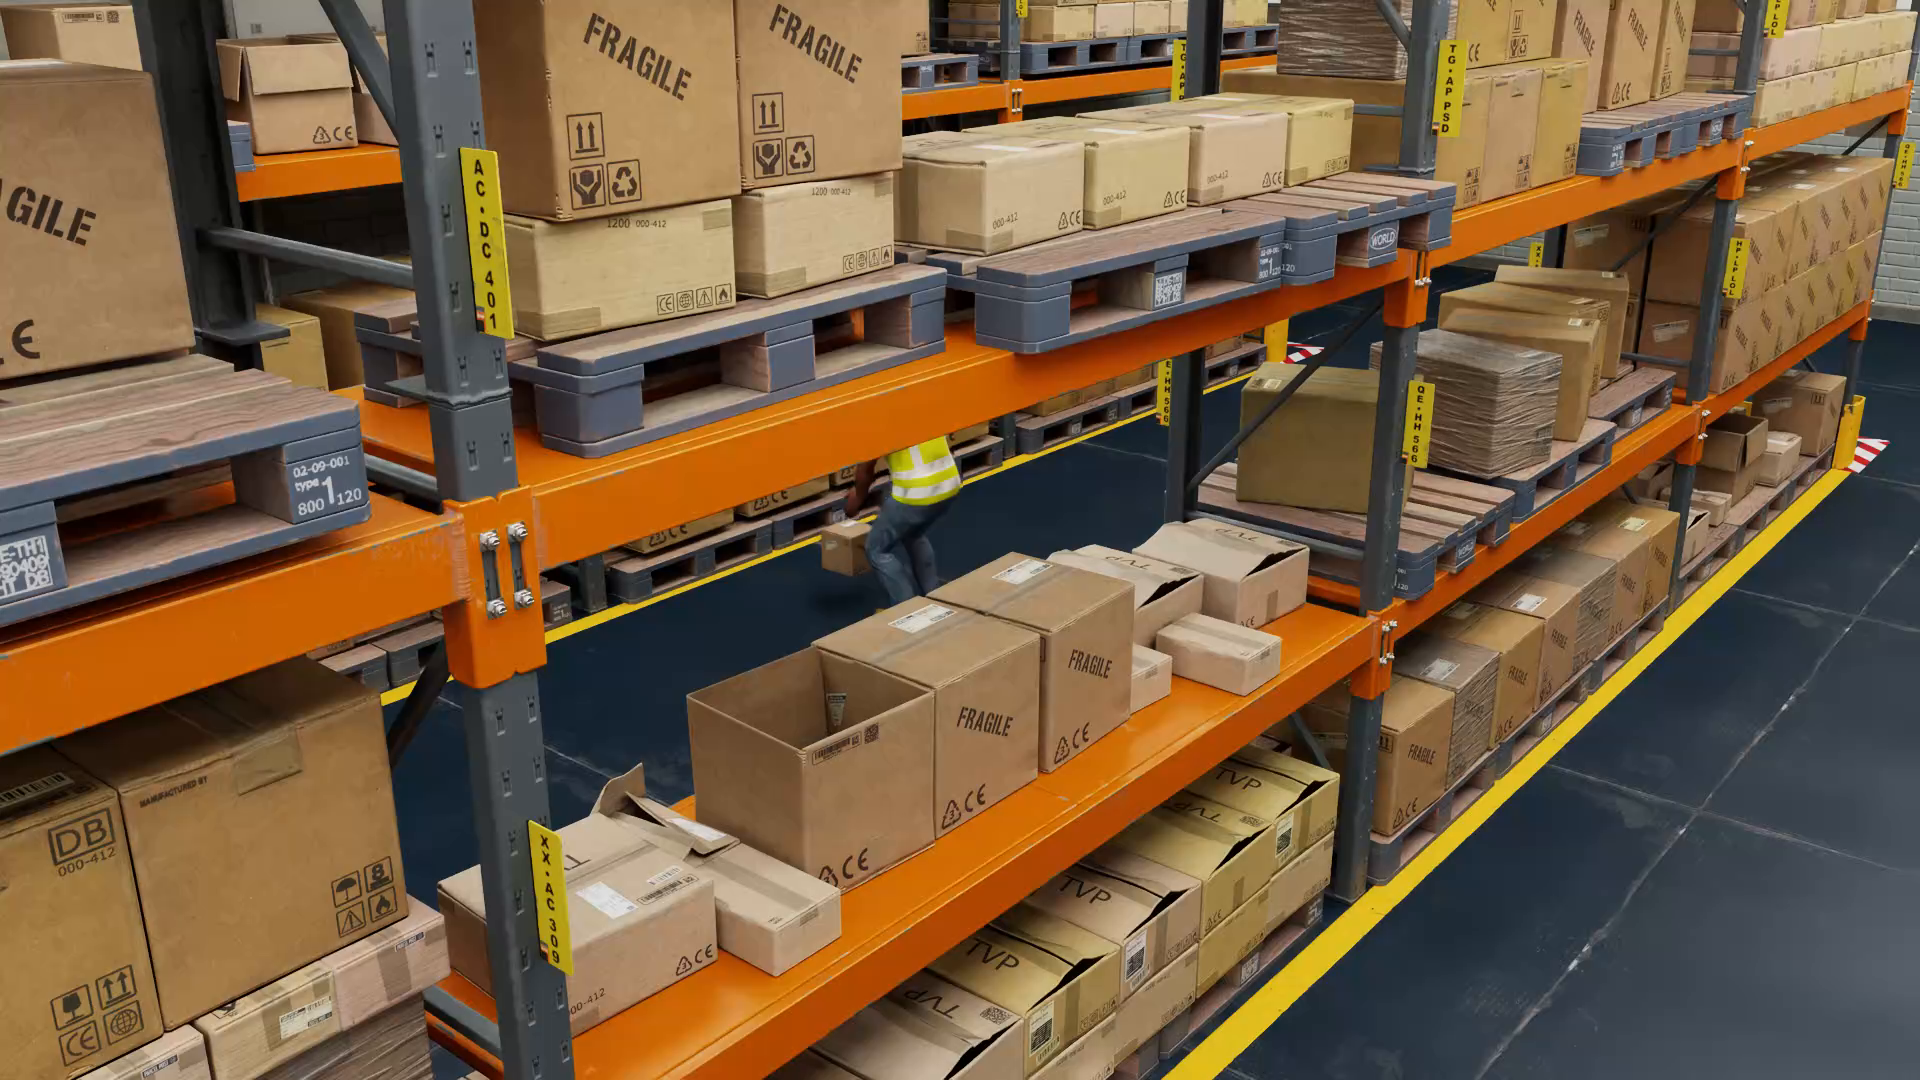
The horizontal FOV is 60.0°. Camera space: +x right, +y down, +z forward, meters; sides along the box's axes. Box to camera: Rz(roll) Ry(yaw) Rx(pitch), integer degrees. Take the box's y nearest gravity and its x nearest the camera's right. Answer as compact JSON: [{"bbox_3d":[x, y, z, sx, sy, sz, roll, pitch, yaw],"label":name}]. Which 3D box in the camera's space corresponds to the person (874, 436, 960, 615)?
[{"bbox_3d":[3.593,2.075,0.780,17.998,3.197,9.355,16,26,37],"label":"person"}]
